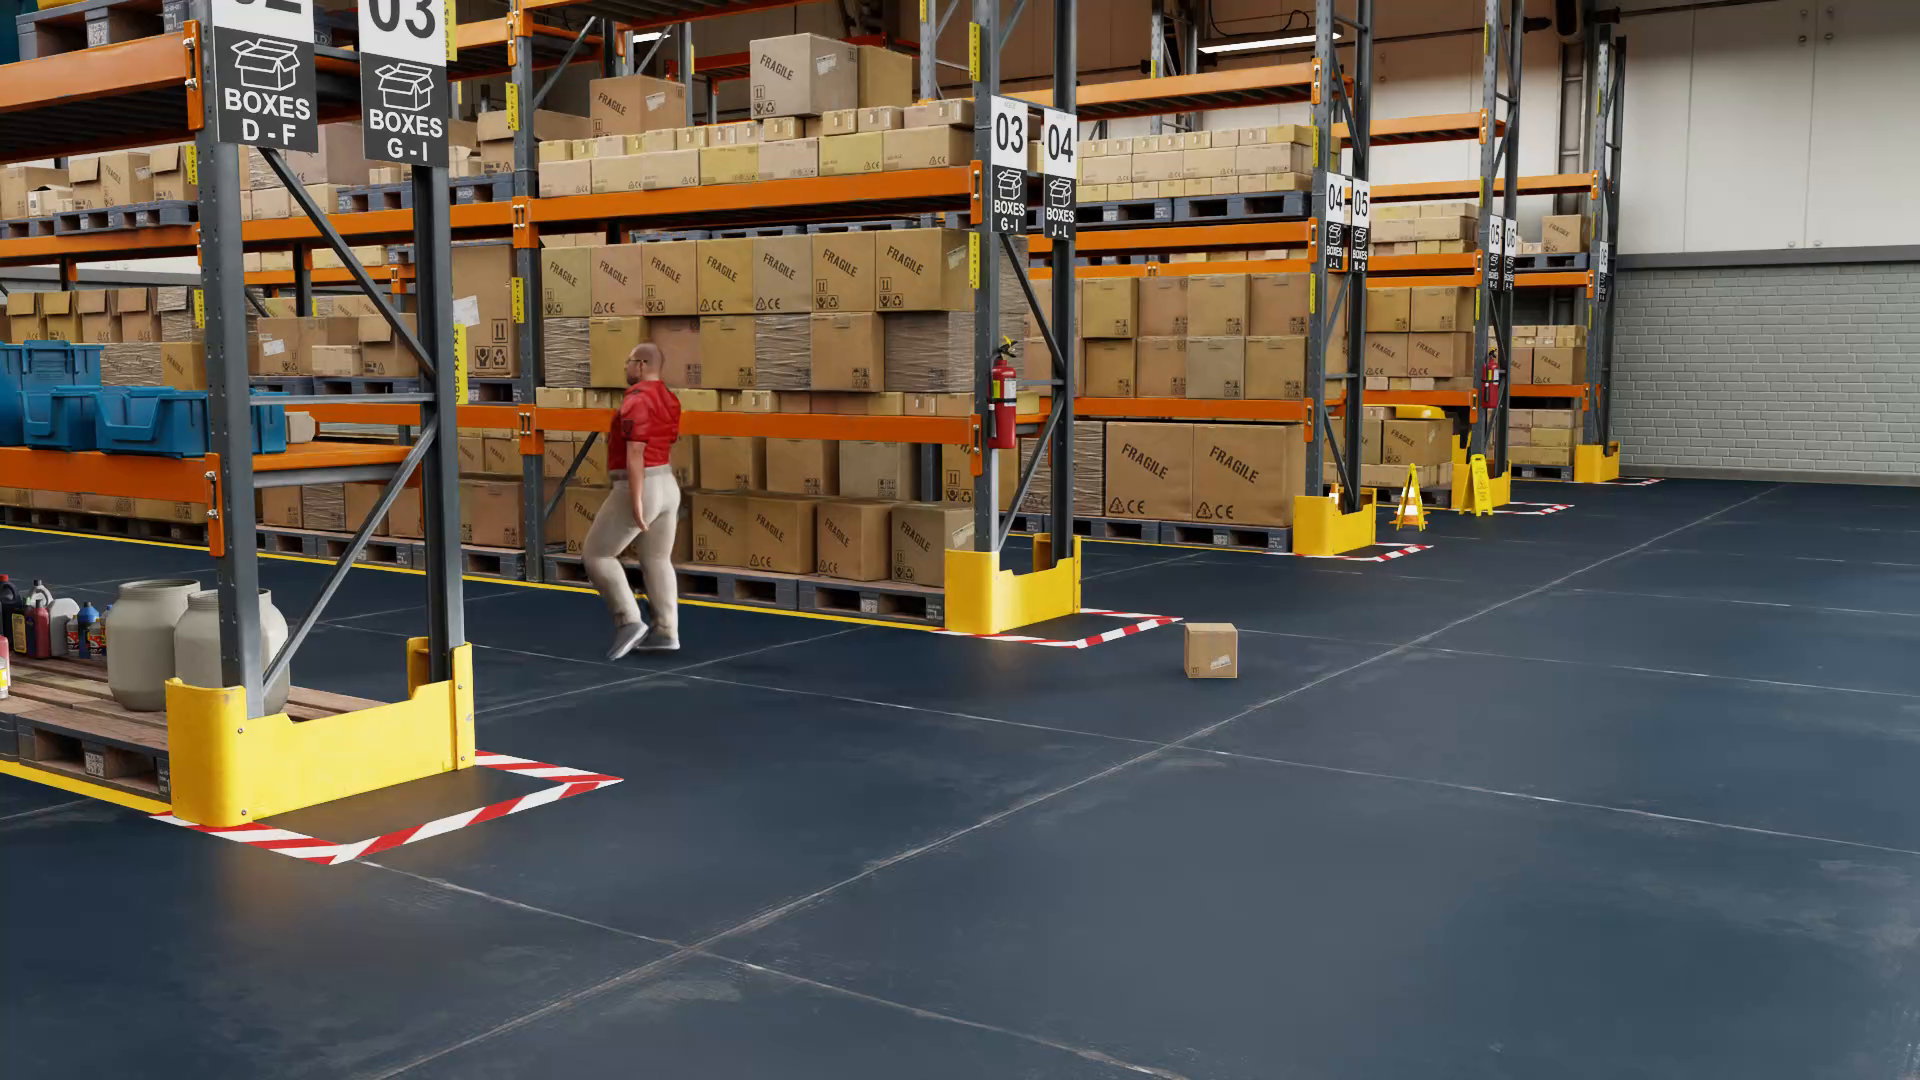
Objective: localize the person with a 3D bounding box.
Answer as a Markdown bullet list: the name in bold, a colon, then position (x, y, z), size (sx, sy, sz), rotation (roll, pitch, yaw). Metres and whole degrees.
- **person**: position (-1.808, -0.203, 9.261), size (0.468, 1.778, 0.535), rotation (3, 7, 23)
